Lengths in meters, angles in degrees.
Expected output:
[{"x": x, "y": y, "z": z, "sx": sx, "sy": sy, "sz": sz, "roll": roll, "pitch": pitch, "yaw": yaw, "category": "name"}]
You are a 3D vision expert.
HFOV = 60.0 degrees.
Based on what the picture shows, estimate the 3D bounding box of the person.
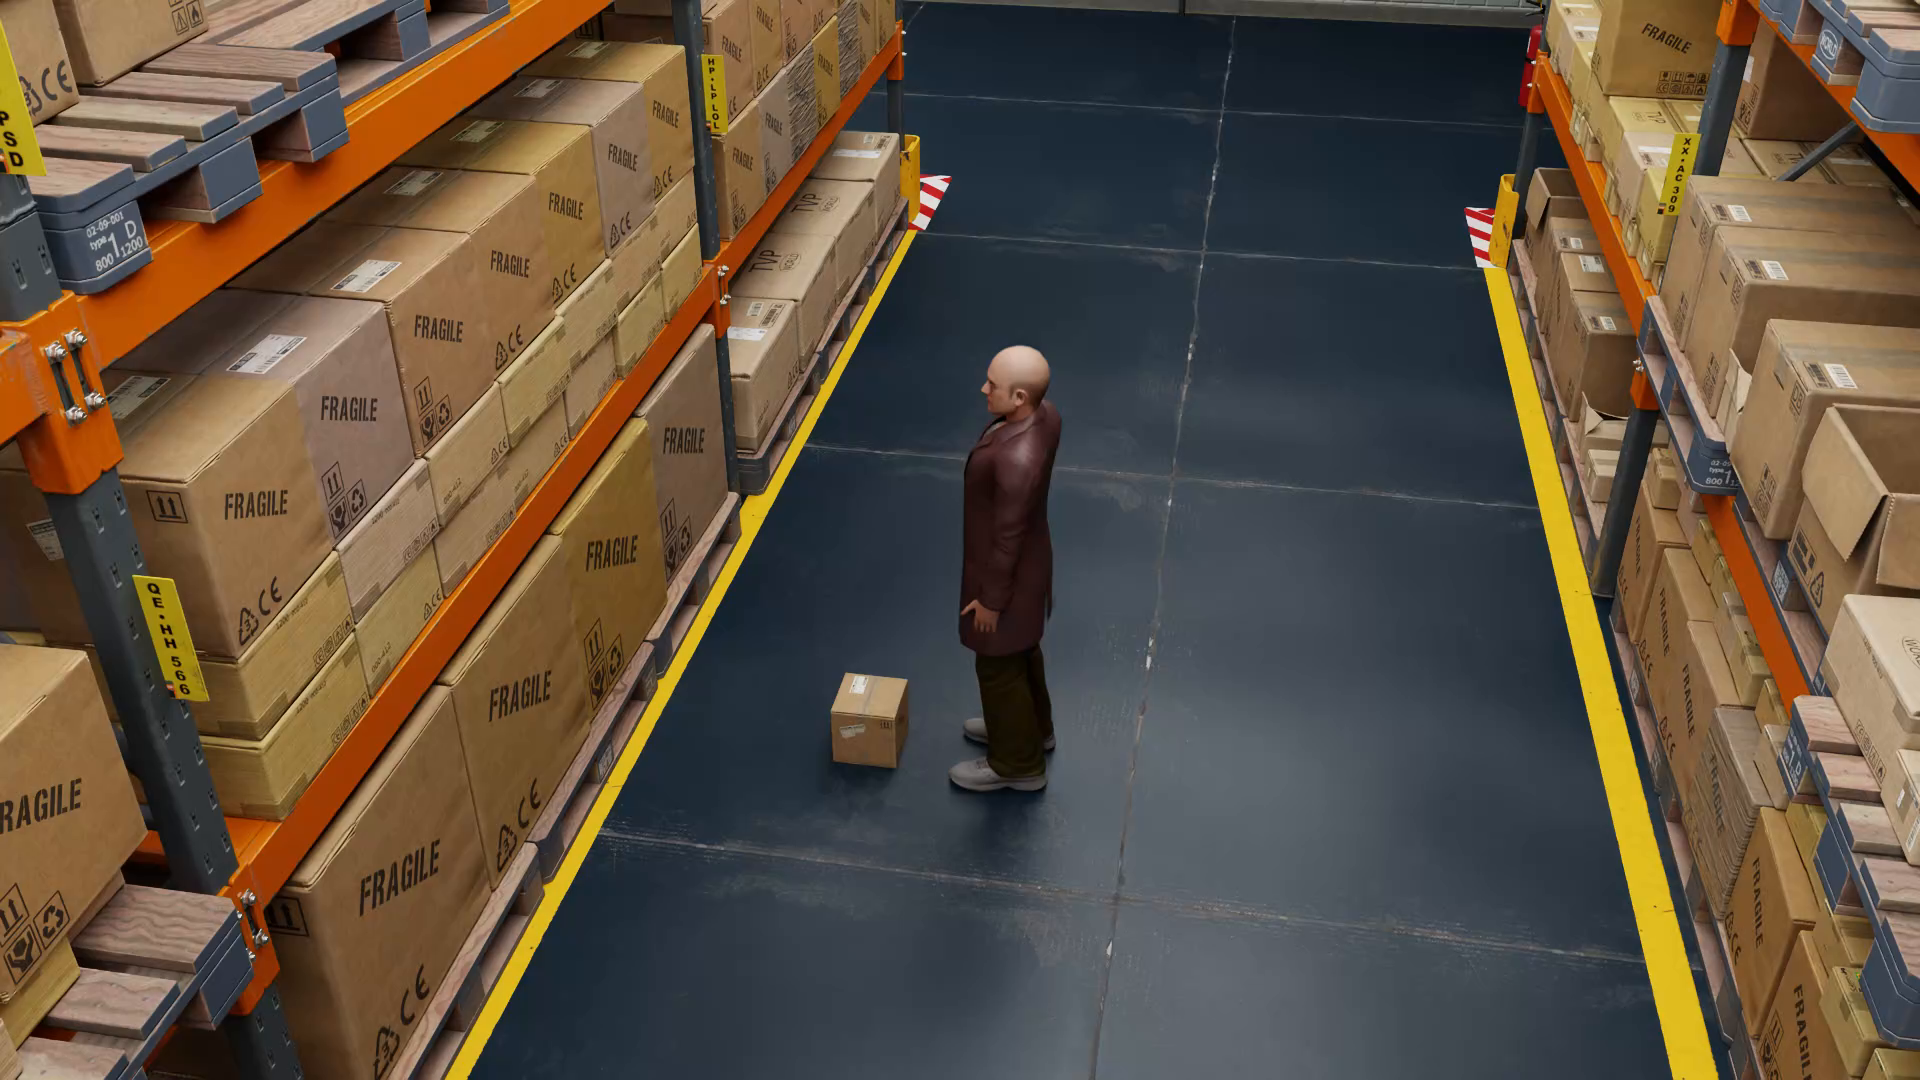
[{"x": 0.163, "y": 0.205, "z": 6.020, "sx": 0.376, "sy": 1.571, "sz": 0.559, "roll": 6, "pitch": 32, "yaw": 10, "category": "person"}]
